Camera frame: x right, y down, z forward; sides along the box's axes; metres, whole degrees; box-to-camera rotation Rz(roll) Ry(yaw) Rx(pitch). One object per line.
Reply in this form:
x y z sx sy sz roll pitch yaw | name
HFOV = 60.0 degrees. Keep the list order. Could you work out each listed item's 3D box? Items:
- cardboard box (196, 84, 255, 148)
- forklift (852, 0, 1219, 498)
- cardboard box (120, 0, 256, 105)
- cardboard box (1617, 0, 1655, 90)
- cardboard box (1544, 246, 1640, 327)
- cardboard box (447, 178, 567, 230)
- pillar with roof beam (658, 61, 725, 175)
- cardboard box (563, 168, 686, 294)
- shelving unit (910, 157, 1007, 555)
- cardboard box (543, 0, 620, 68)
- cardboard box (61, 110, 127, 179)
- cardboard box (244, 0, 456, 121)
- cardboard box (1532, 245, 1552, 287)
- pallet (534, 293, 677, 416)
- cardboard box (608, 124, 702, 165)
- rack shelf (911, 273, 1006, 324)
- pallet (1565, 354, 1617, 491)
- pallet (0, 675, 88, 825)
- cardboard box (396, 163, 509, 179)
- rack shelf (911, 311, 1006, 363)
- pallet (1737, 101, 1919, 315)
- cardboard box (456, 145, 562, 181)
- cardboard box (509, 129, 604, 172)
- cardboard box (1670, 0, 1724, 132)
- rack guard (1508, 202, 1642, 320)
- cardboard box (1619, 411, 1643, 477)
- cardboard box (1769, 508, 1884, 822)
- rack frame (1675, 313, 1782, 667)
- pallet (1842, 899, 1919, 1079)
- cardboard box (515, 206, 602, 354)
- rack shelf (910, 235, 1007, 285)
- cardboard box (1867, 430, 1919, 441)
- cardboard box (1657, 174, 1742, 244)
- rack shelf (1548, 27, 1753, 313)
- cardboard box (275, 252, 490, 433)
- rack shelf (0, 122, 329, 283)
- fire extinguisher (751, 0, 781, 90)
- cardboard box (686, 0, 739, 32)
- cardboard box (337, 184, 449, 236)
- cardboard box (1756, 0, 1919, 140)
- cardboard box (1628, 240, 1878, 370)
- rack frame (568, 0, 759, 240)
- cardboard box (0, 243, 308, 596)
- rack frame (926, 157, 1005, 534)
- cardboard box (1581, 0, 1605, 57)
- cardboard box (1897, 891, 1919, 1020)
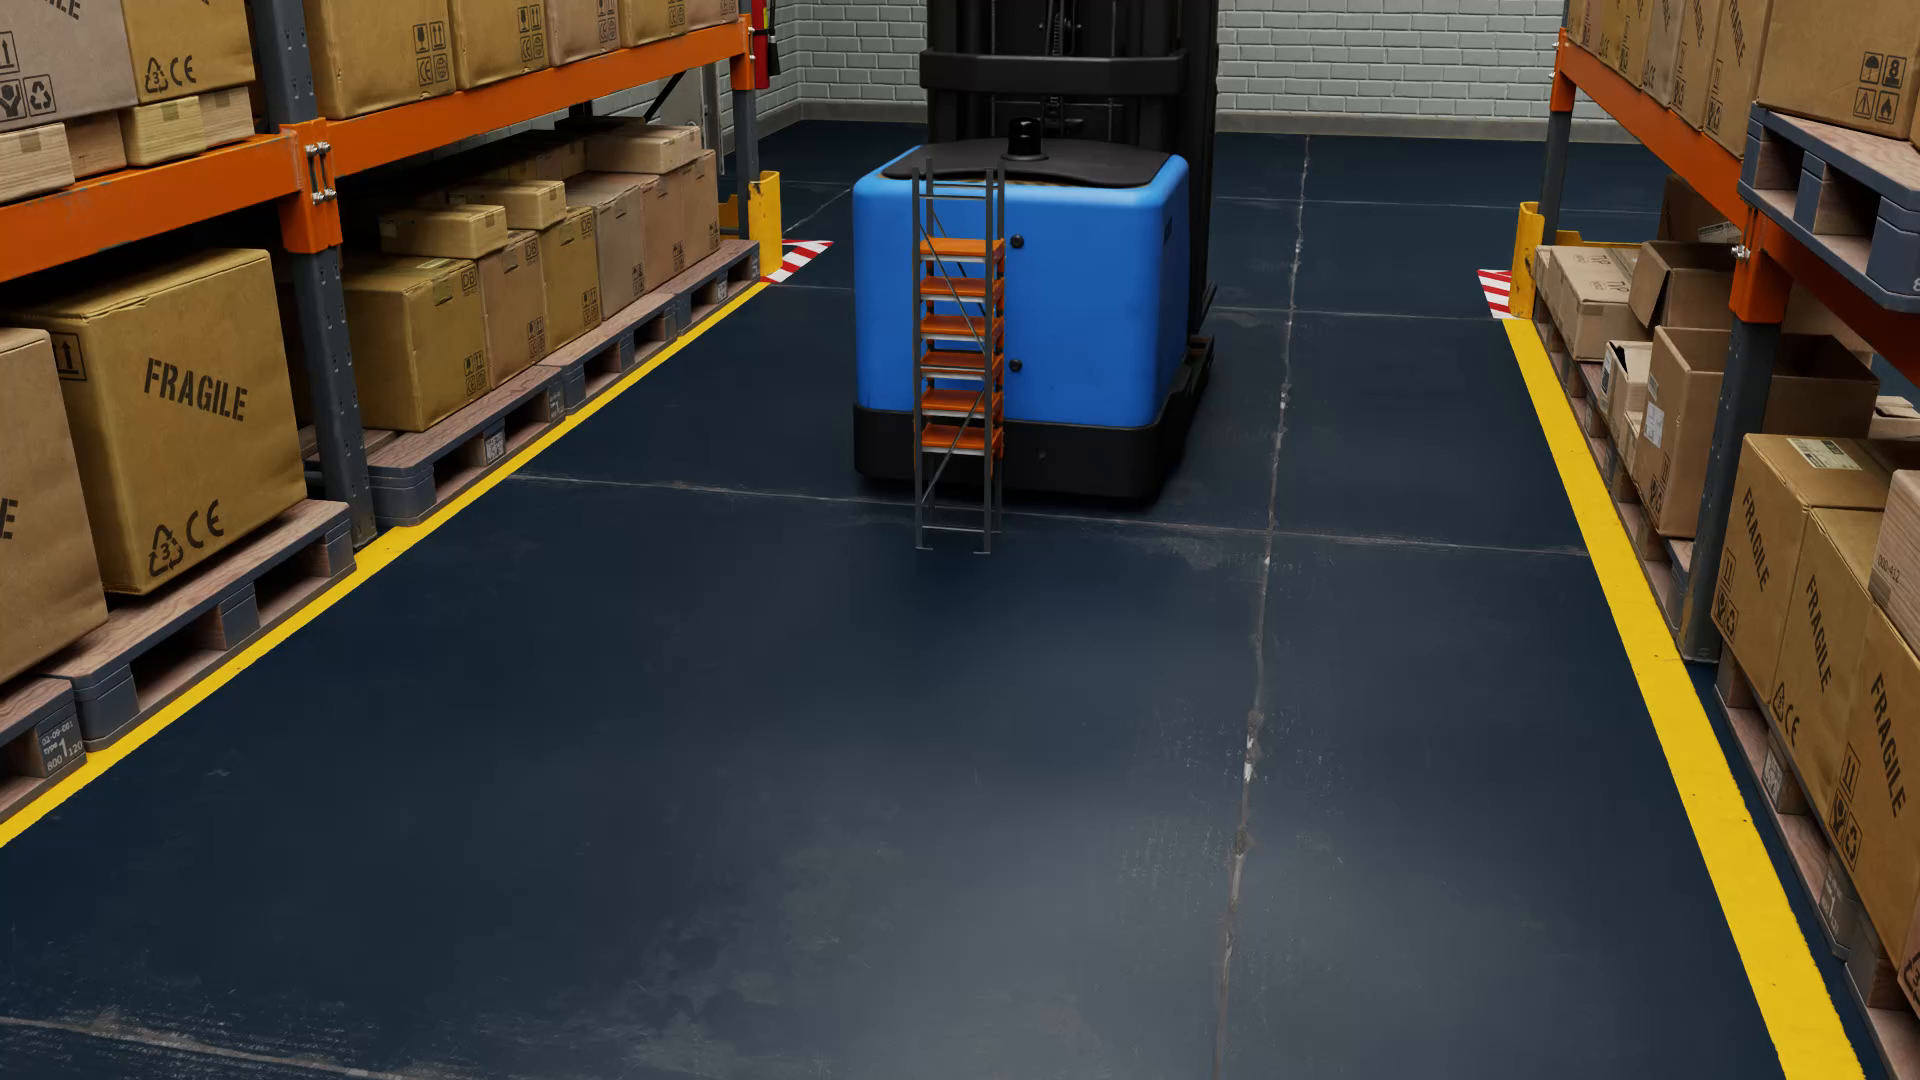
-2.174 -1.163 4.536 0.380 0.149 0.250 5 22 11 | cardboard box
0.472 -2.020 6.446 1.130 2.935 3.031 5 22 12 | forklift
-2.230 -1.421 4.308 0.500 0.500 0.500 4 22 10 | cardboard box
2.627 -1.851 5.801 0.500 0.500 0.500 5 22 12 | cardboard box
2.794 -1.071 7.089 0.500 0.250 0.500 4 22 11 | cardboard box
-1.774 -1.320 6.531 0.380 0.149 0.250 4 22 9 | cardboard box
2.353 -6.386 9.165 9.100 9.000 0.400 4 22 11 | pillar with roof beam
-1.713 -1.467 7.765 0.700 0.500 0.500 4 22 11 | cardboard box
-0.003 -0.551 5.116 0.258 1.200 0.189 4 22 11 | shelving unit
-1.962 -2.285 6.611 0.980 0.700 0.700 3 22 8 | cardboard box
-2.299 -0.978 4.075 0.380 0.149 0.250 5 23 13 | cardboard box
-2.256 -1.752 5.287 0.980 0.700 0.700 5 22 12 | cardboard box
2.862 -1.257 7.686 0.380 0.149 0.250 4 22 11 | cardboard box
-1.904 -0.842 7.161 1.003 0.211 1.213 4 22 11 | pallet
-1.459 -1.890 7.947 0.380 0.149 0.250 4 22 10 | cardboard box
-0.003 -0.733 5.043 0.258 0.103 0.180 4 22 11 | rack shelf
2.856 -0.444 6.174 1.003 0.211 1.213 4 22 11 | pallet
-2.713 0.613 3.548 1.003 0.211 1.213 4 22 11 | pallet
-2.090 -1.456 6.868 0.380 0.149 0.250 4 22 10 | cardboard box
-0.003 -0.621 5.088 0.258 0.103 0.180 4 22 11 | rack shelf
2.198 -0.666 3.250 1.003 0.211 1.213 4 22 11 | pallet
-1.987 -1.642 7.331 0.380 0.149 0.250 5 22 12 | cardboard box
-1.884 -1.827 7.789 0.380 0.149 0.250 5 22 11 | cardboard box
2.423 -1.477 4.871 0.500 0.500 0.500 5 22 12 | cardboard box
3.269 -1.315 7.949 1.175 0.500 0.348 4 22 11 | rack guard
2.324 -0.293 5.292 0.380 0.149 0.250 4 22 11 | cardboard box
2.033 0.270 3.424 0.500 0.500 0.500 5 22 12 | cardboard box
2.468 -1.039 3.919 1.000 3.000 0.127 4 22 11 | rack frame
2.092 1.002 2.583 1.003 0.211 1.213 4 22 11 | pallet
-1.917 -1.088 6.823 0.700 0.500 0.500 5 22 12 | cardboard box
-0.003 -0.844 4.998 0.258 0.103 0.180 4 22 11 | rack shelf
2.765 -0.133 4.679 0.500 0.311 0.500 4 22 11 | cardboard box
3.414 -1.329 7.396 0.500 0.500 0.500 4 22 11 | cardboard box
2.876 -1.437 5.869 1.077 0.370 4.000 4 22 11 | rack shelf
-2.129 -0.716 5.901 0.700 0.500 0.500 5 22 12 | cardboard box
-2.790 -0.350 3.171 1.077 0.370 4.000 4 22 11 | rack shelf
-1.083 -2.690 8.619 0.296 0.674 0.183 4 22 11 | fire extinguisher
-1.660 -2.830 7.964 0.980 0.700 0.700 5 23 13 | cardboard box
-2.195 -1.269 6.404 0.380 0.149 0.250 4 22 9 | cardboard box
2.152 -1.124 3.434 0.700 0.500 0.500 -3 22 -7 | cardboard box
2.846 -0.773 6.010 0.797 0.503 0.637 4 22 11 | cardboard box
-1.566 -2.878 8.485 1.000 3.000 0.127 4 22 11 | rack frame
-2.388 -0.366 4.561 0.750 0.750 0.750 5 22 12 | cardboard box
0.016 -0.585 5.199 0.240 1.200 0.006 4 22 11 | rack frame
2.835 -2.217 6.710 0.500 0.500 0.500 4 22 10 | cardboard box
1.820 0.637 2.513 0.500 0.500 0.500 4 22 9 | cardboard box
